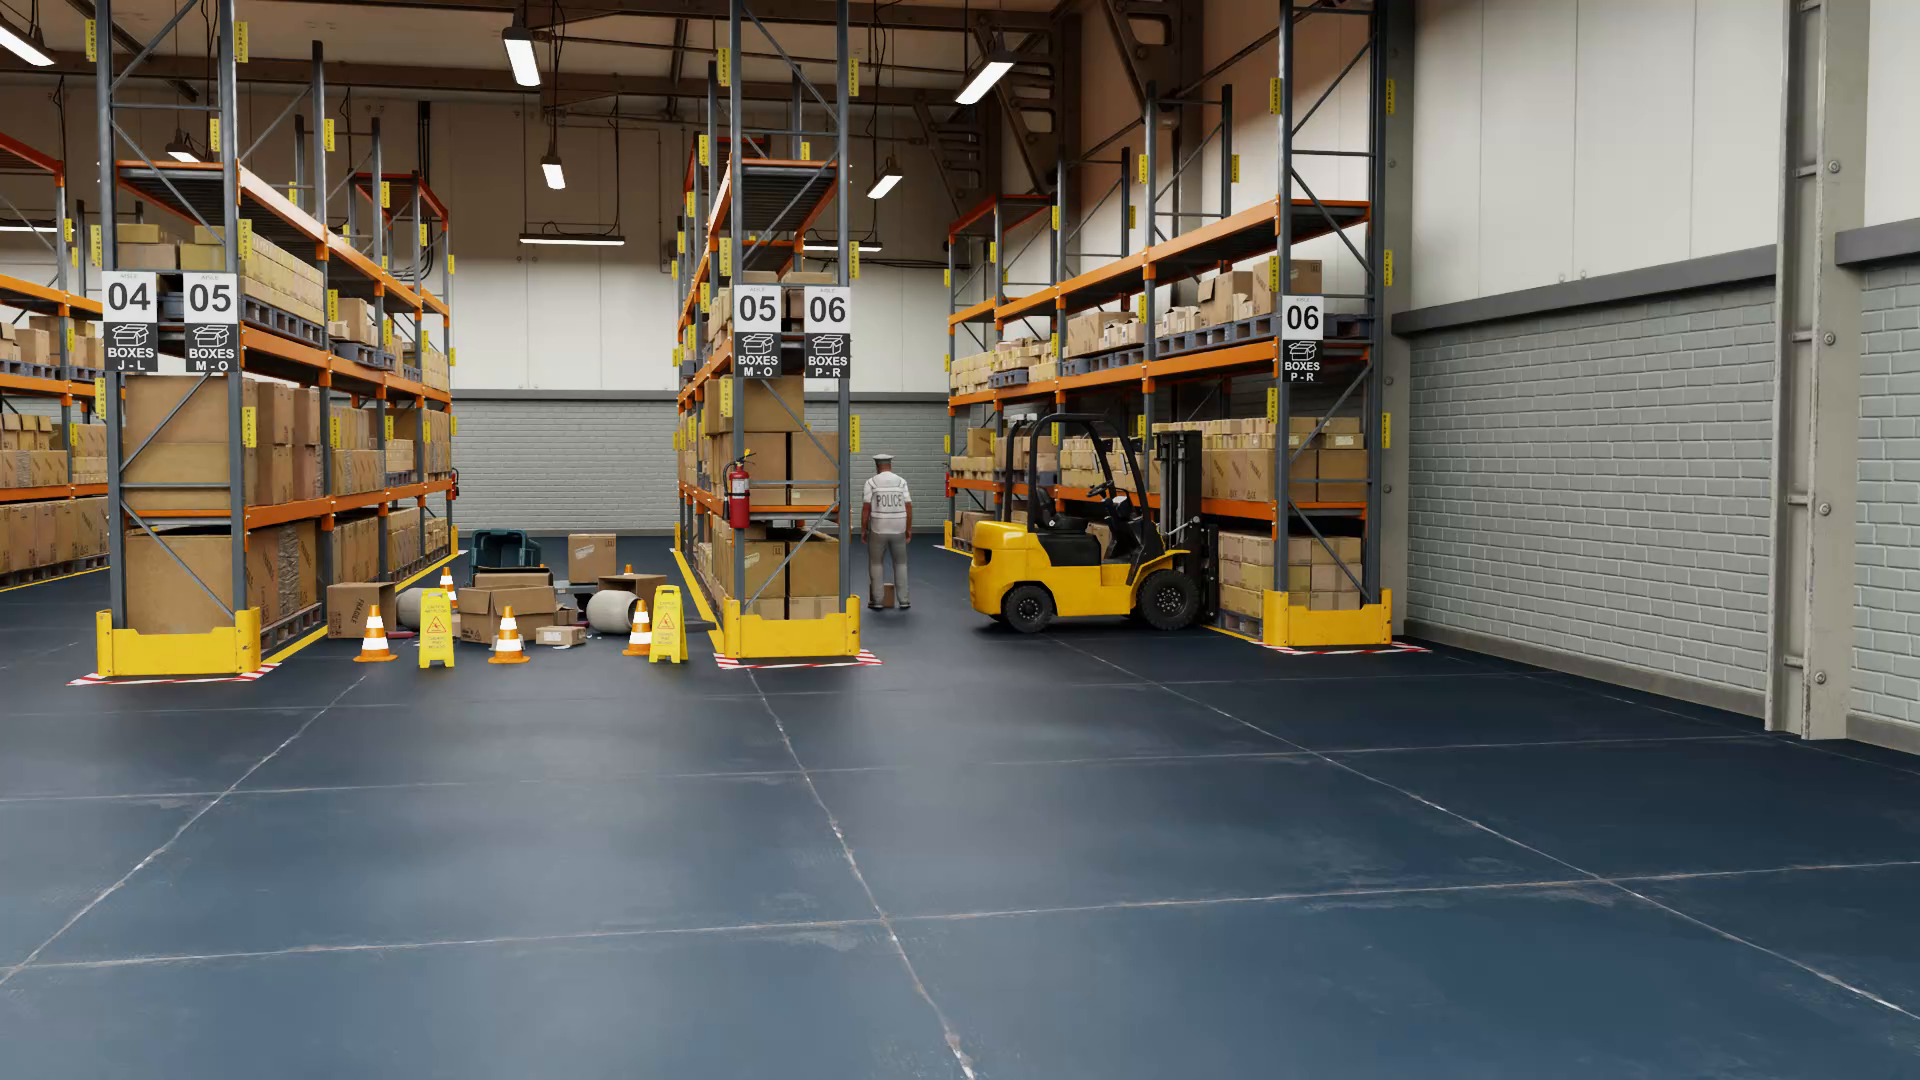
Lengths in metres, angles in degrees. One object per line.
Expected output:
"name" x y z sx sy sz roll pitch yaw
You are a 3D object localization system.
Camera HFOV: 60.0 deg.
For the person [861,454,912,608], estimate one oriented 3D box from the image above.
"person" -0.830 -0.099 18.918 0.595 1.748 0.434 -1 3 -14
